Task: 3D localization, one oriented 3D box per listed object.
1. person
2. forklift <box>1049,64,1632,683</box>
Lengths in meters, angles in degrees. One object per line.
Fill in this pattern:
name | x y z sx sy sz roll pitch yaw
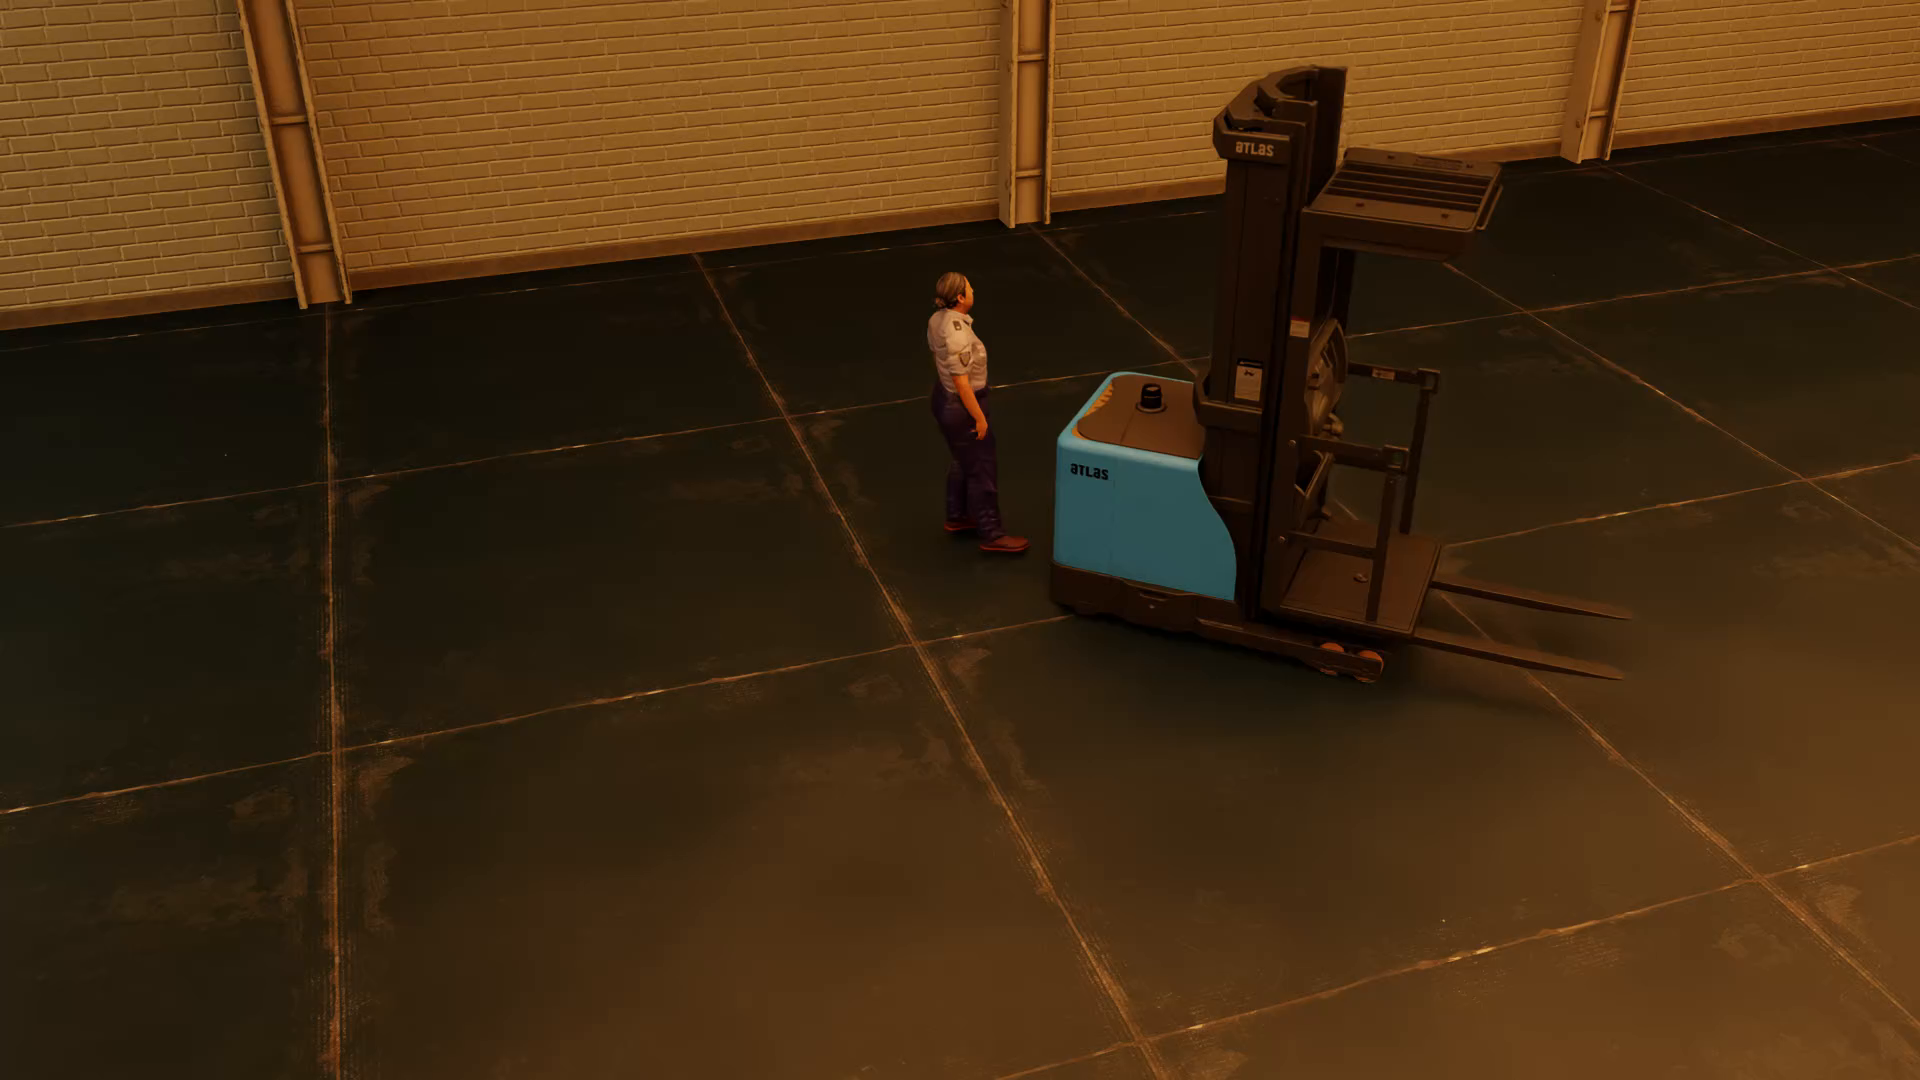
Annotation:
person | 0.100 -0.762 9.623 0.498 1.650 0.623 -9 31 -15
forklift | 2.069 -0.823 8.518 3.031 2.935 1.130 12 32 20
